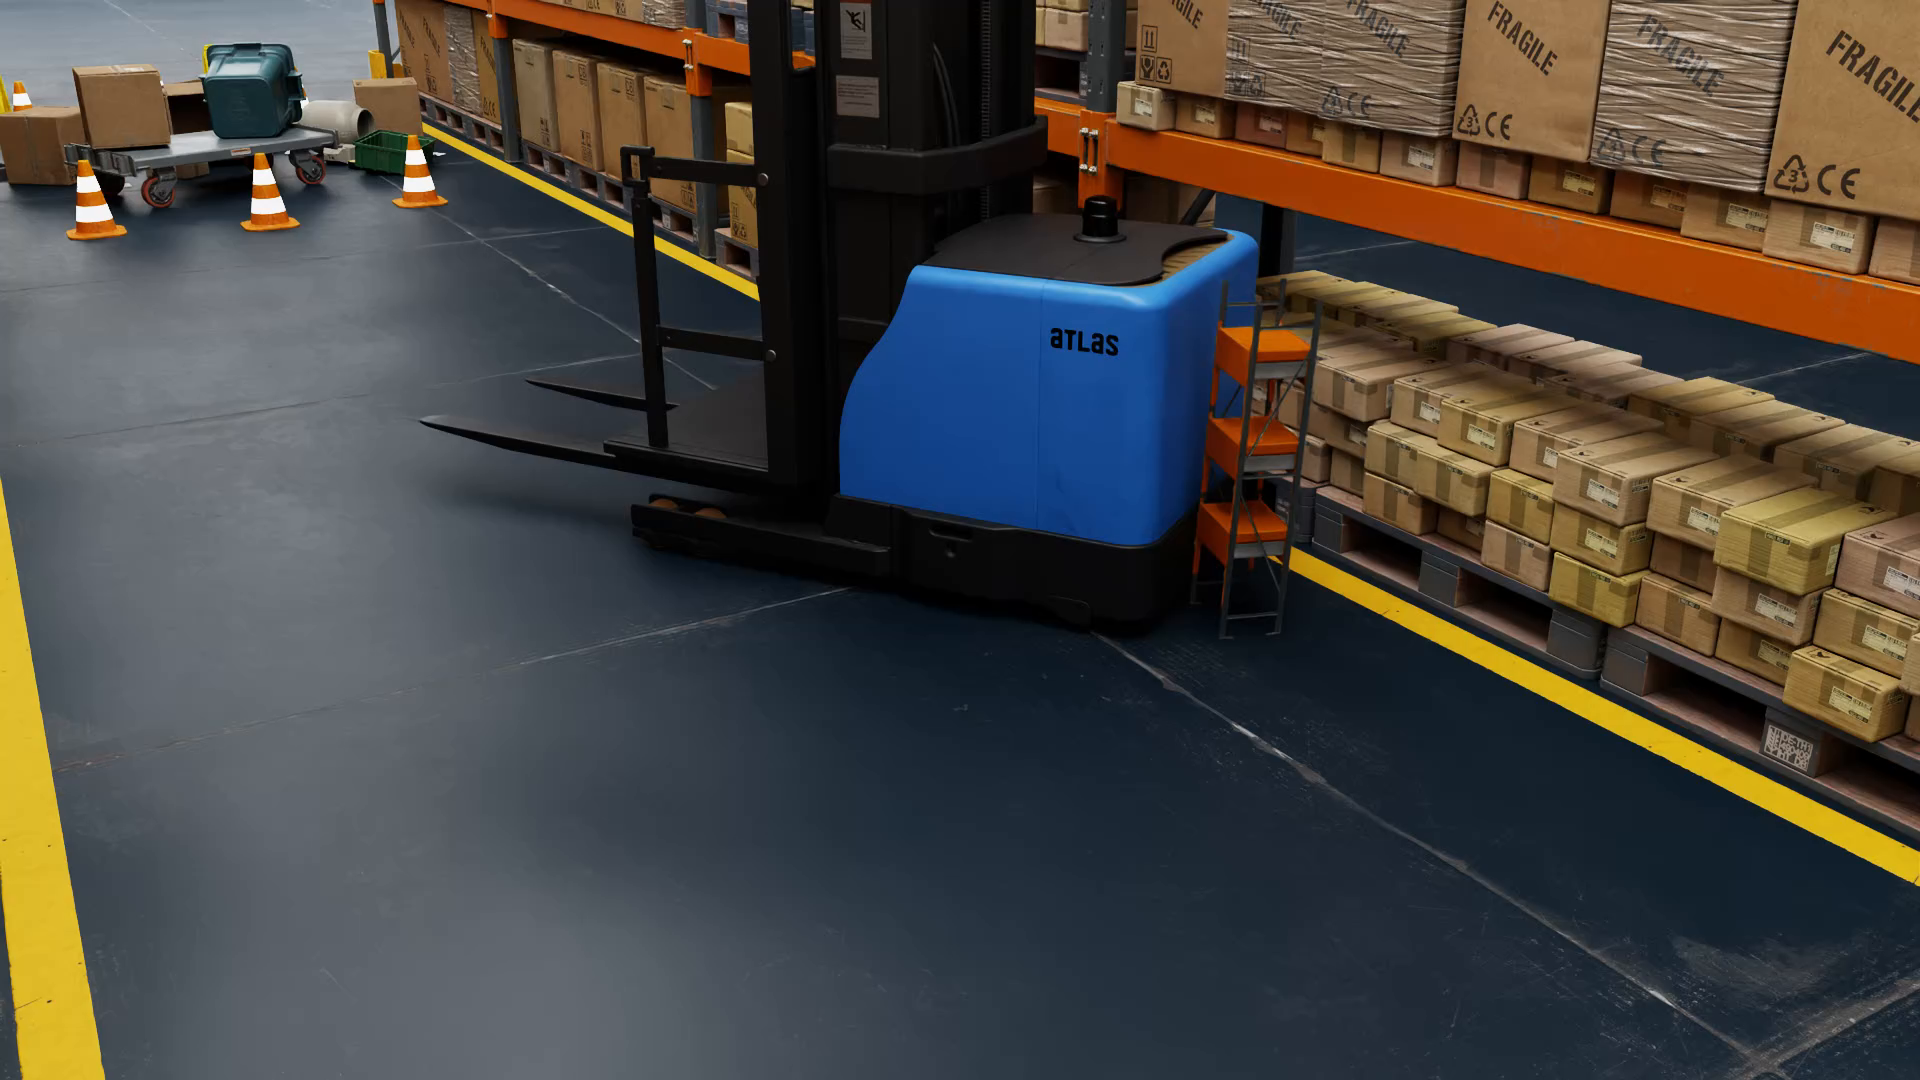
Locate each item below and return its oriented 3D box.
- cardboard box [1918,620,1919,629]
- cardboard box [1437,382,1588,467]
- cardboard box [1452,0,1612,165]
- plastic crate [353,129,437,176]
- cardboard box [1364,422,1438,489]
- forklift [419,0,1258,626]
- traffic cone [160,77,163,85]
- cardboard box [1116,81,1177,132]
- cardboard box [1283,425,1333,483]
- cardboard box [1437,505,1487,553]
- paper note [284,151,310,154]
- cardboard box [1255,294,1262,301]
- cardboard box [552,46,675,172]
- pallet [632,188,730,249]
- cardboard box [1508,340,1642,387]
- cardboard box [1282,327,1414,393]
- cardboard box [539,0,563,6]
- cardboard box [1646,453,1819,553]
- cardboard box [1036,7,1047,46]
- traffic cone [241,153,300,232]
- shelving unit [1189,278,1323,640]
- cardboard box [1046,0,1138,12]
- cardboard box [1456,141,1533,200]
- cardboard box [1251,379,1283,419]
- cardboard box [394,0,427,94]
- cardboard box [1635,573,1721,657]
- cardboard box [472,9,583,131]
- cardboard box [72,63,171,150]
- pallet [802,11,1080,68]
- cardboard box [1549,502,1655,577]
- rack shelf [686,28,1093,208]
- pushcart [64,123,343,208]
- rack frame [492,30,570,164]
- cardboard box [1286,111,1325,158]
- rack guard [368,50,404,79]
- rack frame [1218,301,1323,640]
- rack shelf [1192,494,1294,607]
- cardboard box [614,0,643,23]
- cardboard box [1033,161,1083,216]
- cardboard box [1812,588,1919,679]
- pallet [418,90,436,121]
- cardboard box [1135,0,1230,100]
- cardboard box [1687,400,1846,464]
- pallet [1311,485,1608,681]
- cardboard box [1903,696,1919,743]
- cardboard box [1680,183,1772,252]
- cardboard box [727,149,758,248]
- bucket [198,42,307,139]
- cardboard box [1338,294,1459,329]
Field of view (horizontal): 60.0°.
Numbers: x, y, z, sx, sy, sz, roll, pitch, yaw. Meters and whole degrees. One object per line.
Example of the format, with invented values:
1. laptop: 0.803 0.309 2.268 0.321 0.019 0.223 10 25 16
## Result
1. cardboard box: 2.492 0.148 3.901 0.380 0.149 0.250 -12 25 -28
2. cardboard box: 1.711 -0.362 5.156 0.380 0.149 0.250 -12 25 -28
3. cardboard box: 1.758 -1.353 4.629 0.500 0.500 0.500 -11 25 -26
4. plastic crate: -4.365 -2.992 12.848 0.450 0.188 0.662 9 22 -4
5. cardboard box: 1.539 -0.295 5.387 0.380 0.149 0.250 -13 25 -29
6. forklift: -0.562 -1.464 5.520 3.031 2.935 1.130 11 24 24
7. traffic cone: -7.287 -4.031 15.115 0.336 0.463 0.334 -13 25 -28
8. cardboard box: 0.800 -1.603 6.106 0.380 0.149 0.250 -12 25 -26
9. cardboard box: 1.327 -0.339 5.891 0.380 0.149 0.250 -13 26 -29
10. cardboard box: 1.744 -0.086 5.268 0.380 0.149 0.250 -12 25 -27
11. paper note: -5.416 -3.173 13.587 0.172 0.023 0.155 -4 22 -10
12. cardboard box: 0.935 -0.872 6.413 0.380 0.149 0.250 -11 25 -26
13. cardboard box: -2.266 -3.120 11.933 1.050 0.750 0.750 -13 25 -28
14. pallet: -1.444 -2.147 10.814 1.003 0.211 1.213 -13 25 -28
15. cardboard box: 2.072 -0.551 5.621 0.380 0.149 0.250 -14 26 -30
16. cardboard box: 1.349 -0.619 5.790 0.380 0.149 0.250 -13 26 -30
17. cardboard box: -2.600 -3.963 11.444 0.500 0.500 0.500 -13 25 -29
18. cardboard box: 2.094 -0.099 4.511 0.380 0.149 0.250 -14 26 -30
19. cardboard box: 0.431 -2.127 6.837 0.380 0.149 0.250 -12 25 -28
20. traffic cone: -4.509 -2.270 10.783 0.336 0.463 0.334 -13 25 -28
21. shelving unit: 0.873 -0.233 4.971 0.215 1.050 0.252 -4 25 -14
22. cardboard box: 0.564 -2.181 6.575 0.380 0.149 0.250 -12 25 -27
23. cardboard box: 1.692 -1.109 4.889 0.380 0.149 0.250 -12 25 -26
24. cardboard box: 1.209 -0.571 6.065 0.380 0.149 0.250 -13 25 -29
25. cardboard box: -4.790 -4.762 15.808 0.875 0.875 0.875 -12 25 -28
26. cardboard box: 2.115 0.173 4.630 0.380 0.149 0.250 -12 25 -28
27. cardboard box: -3.411 -3.891 13.666 0.875 0.875 0.875 -12 25 -27
28. cardboard box: -5.838 -3.024 11.582 0.500 0.500 0.500 -13 25 -28
29. pallet: -0.060 -2.447 8.104 1.003 0.211 1.213 -13 25 -28
30. cardboard box: 1.923 -0.040 4.760 0.380 0.149 0.250 -12 25 -27
31. rack shelf: -0.085 -2.188 8.168 1.077 0.370 4.000 -13 25 -28
32. pushcart: -5.419 -2.719 12.000 0.936 0.377 1.648 17 28 36
33. rack frame: -3.149 -4.464 12.811 1.000 3.000 0.127 -13 25 -28
34. cardboard box: 1.311 -1.369 5.529 0.380 0.149 0.250 -14 26 -31
35. rack guard: -5.205 -4.609 16.486 1.175 0.500 0.348 -13 25 -28
36. rack frame: 0.903 -0.184 4.863 0.200 1.050 0.008 -4 25 -14
37. rack shelf: 0.862 0.030 5.087 0.215 0.259 0.240 -4 25 -14
38. cardboard box: -1.821 -3.471 10.236 0.500 0.500 0.500 -13 25 -28
39. cardboard box: 0.339 -1.451 7.163 0.500 0.250 0.500 -13 26 -30
40. cardboard box: 2.378 0.198 4.174 0.380 0.149 0.250 -13 26 -29
41. pallet: -4.717 -4.223 15.922 1.003 0.211 1.213 -13 25 -28
42. cardboard box: 0.973 -1.850 5.851 0.500 0.500 0.500 -13 26 -29
43. cardboard box: 2.411 -0.292 4.985 0.380 0.149 0.250 -12 25 -26
44. pallet: 1.938 0.023 5.473 1.003 0.211 1.213 -13 25 -28
45. cardboard box: 2.532 0.416 4.032 0.380 0.149 0.250 -12 25 -27
46. cardboard box: 2.075 -0.849 4.251 0.380 0.149 0.250 -14 26 -31
47. cardboard box: -0.964 -1.928 9.332 0.500 0.500 0.500 -14 26 -30
48. bucket: -5.201 -3.252 12.158 0.726 0.611 0.620 -4 32 -10
49. cardboard box: 1.640 -0.804 6.245 0.380 0.149 0.250 -13 25 -29
